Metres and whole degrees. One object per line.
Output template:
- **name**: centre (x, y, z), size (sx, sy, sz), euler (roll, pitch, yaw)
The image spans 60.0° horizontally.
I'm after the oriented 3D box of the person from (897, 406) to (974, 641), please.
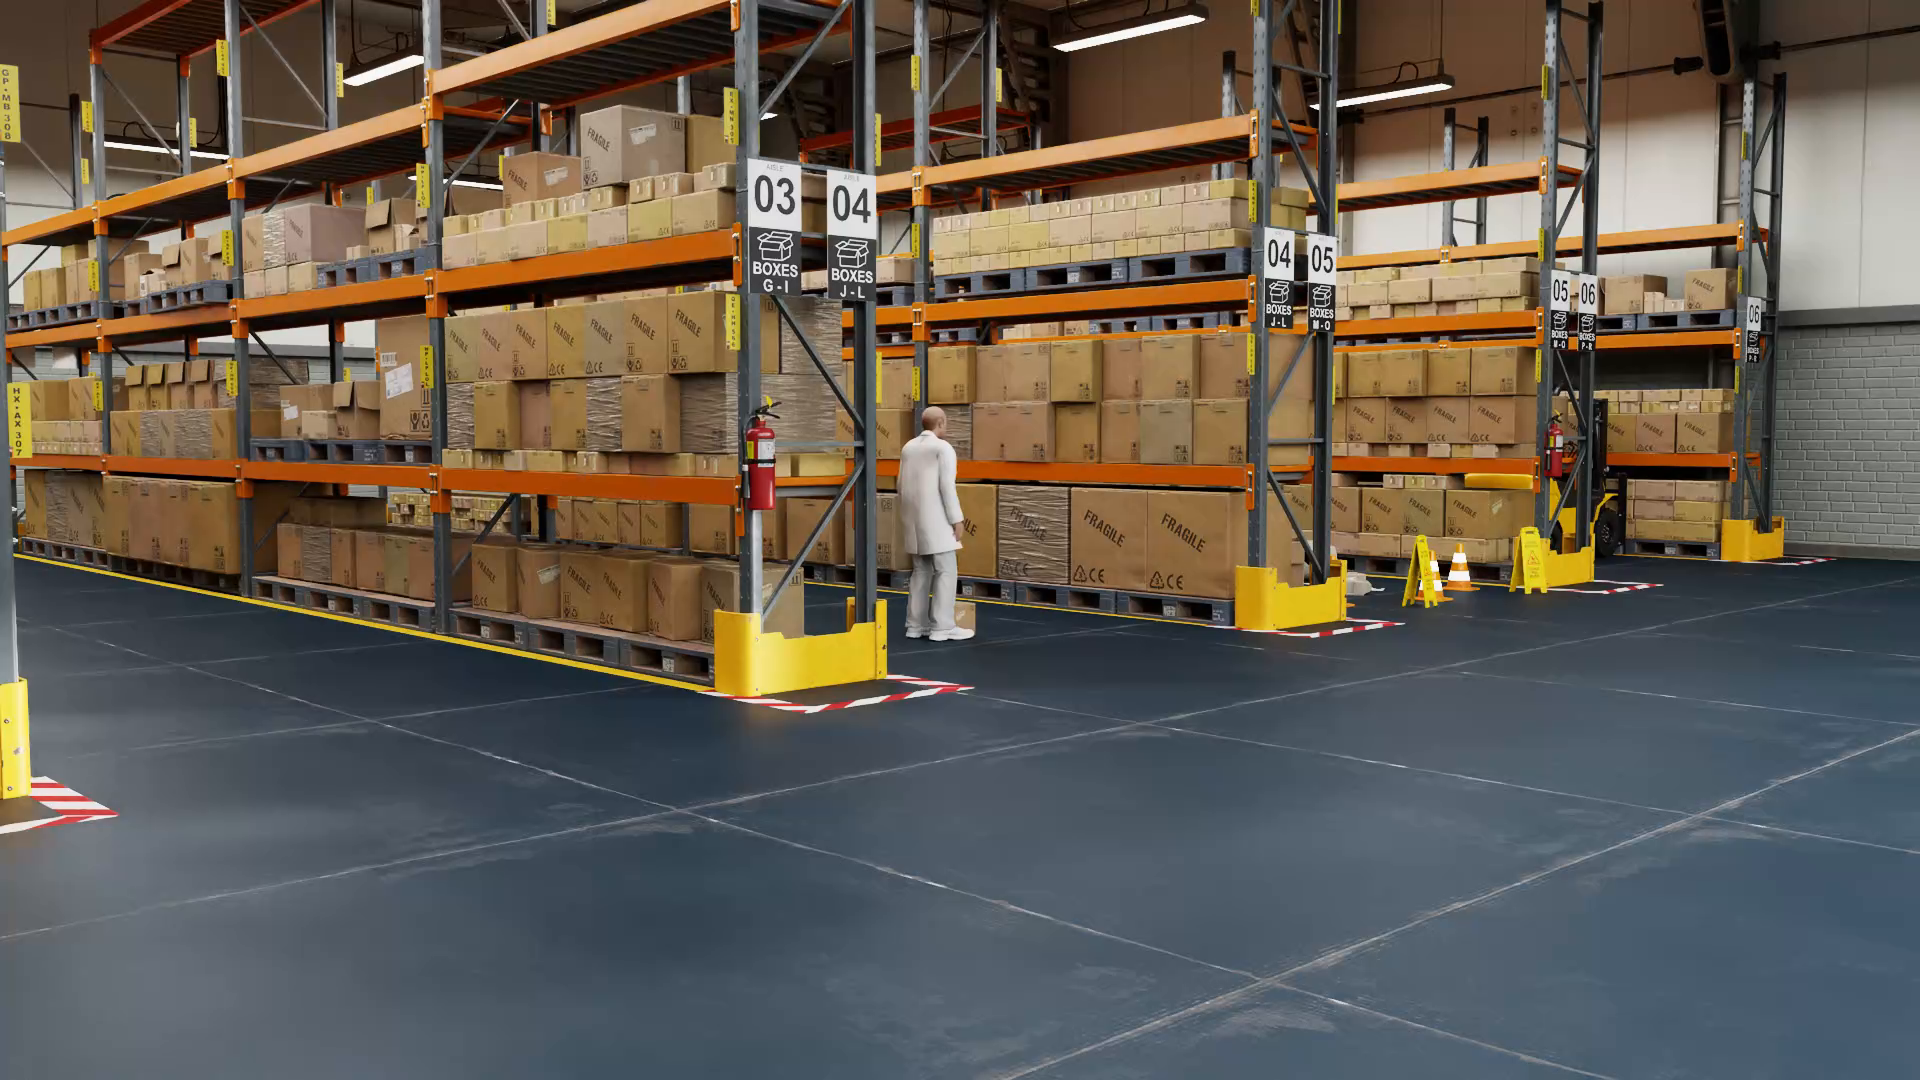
- **person**: centre (-0.218, -0.134, 12.739), size (0.417, 1.774, 0.643), euler (-4, 5, -43)
